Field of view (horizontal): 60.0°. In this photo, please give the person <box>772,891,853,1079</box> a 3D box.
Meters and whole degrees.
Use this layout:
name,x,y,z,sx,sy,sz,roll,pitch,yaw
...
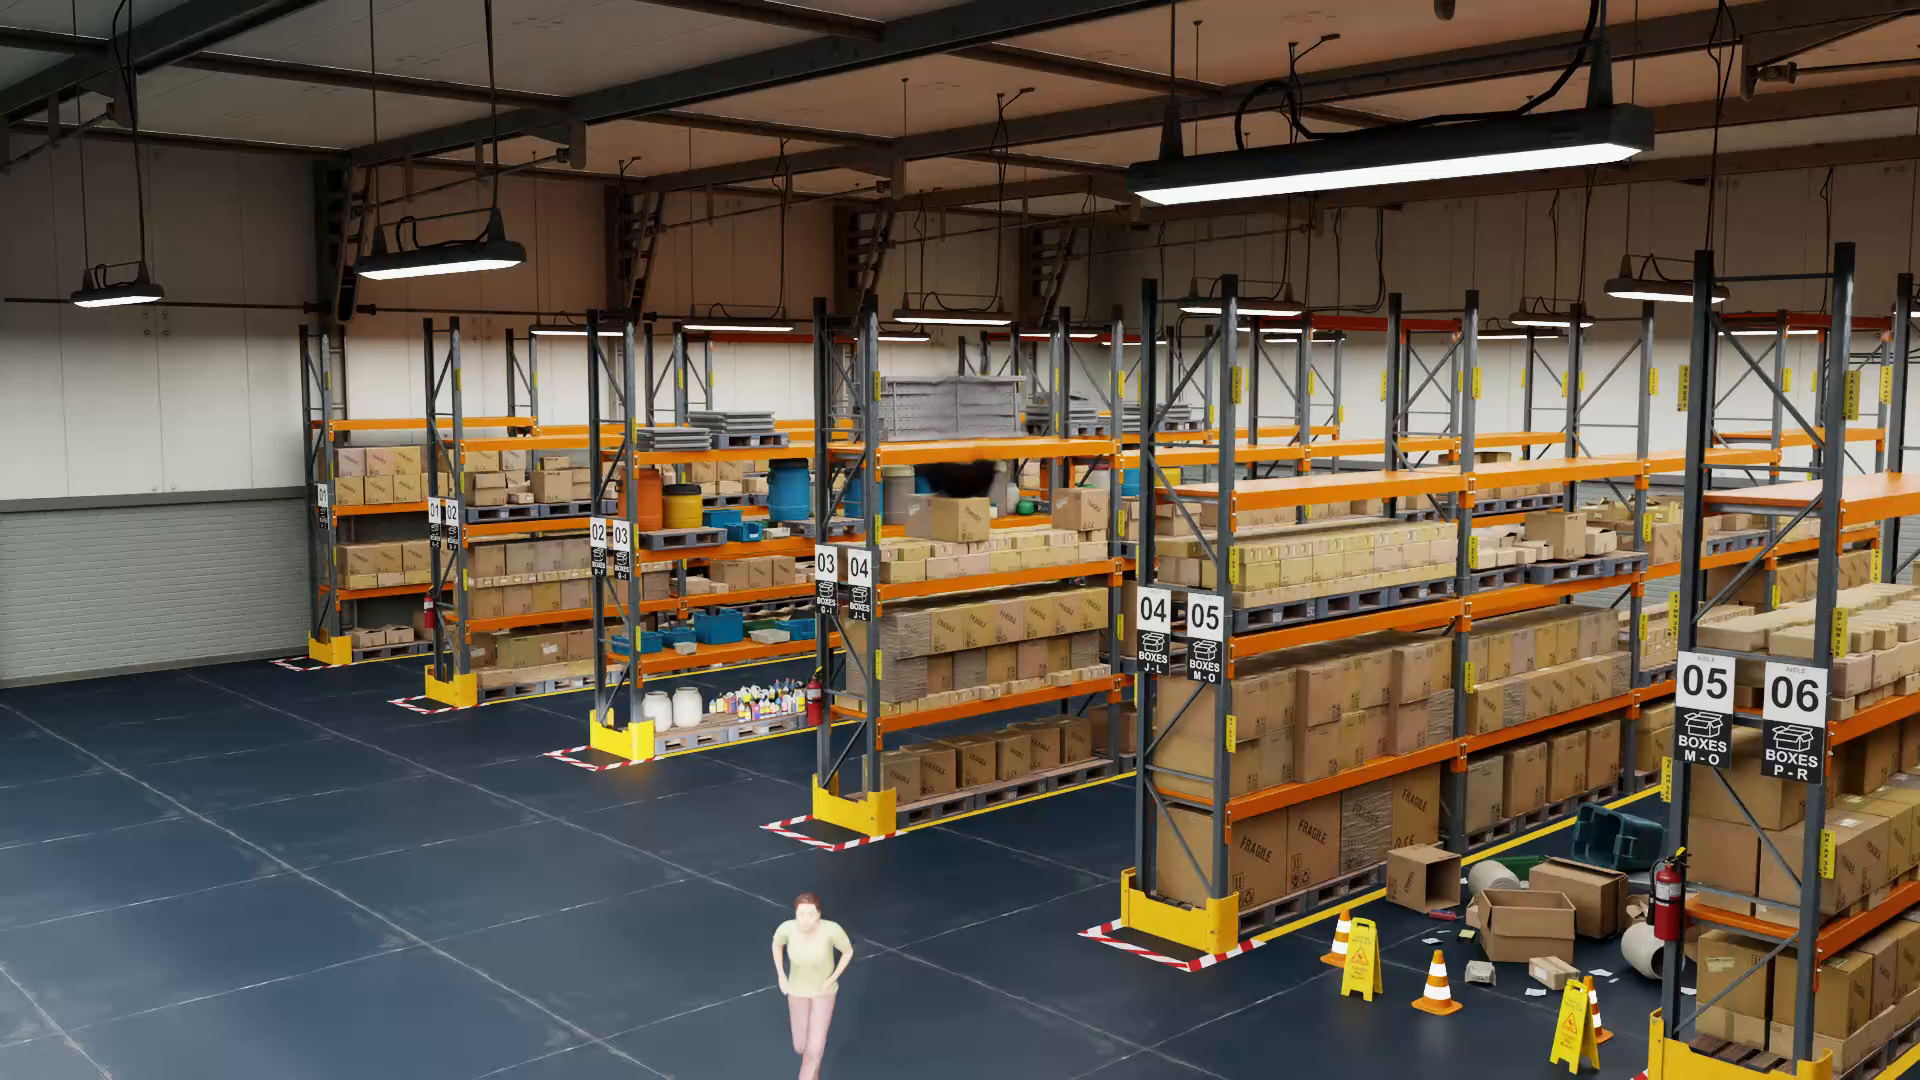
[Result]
name,x,y,z,sx,sy,sz,roll,pitch,yaw
person,-1.038,3.207,11.795,0.576,1.612,0.779,0,6,-2

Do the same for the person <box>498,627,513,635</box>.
name,x,y,z,sx,sy,sz,roll,pitch,yaw
person,-7.909,1.417,29.144,0.556,1.715,0.760,5,8,41
